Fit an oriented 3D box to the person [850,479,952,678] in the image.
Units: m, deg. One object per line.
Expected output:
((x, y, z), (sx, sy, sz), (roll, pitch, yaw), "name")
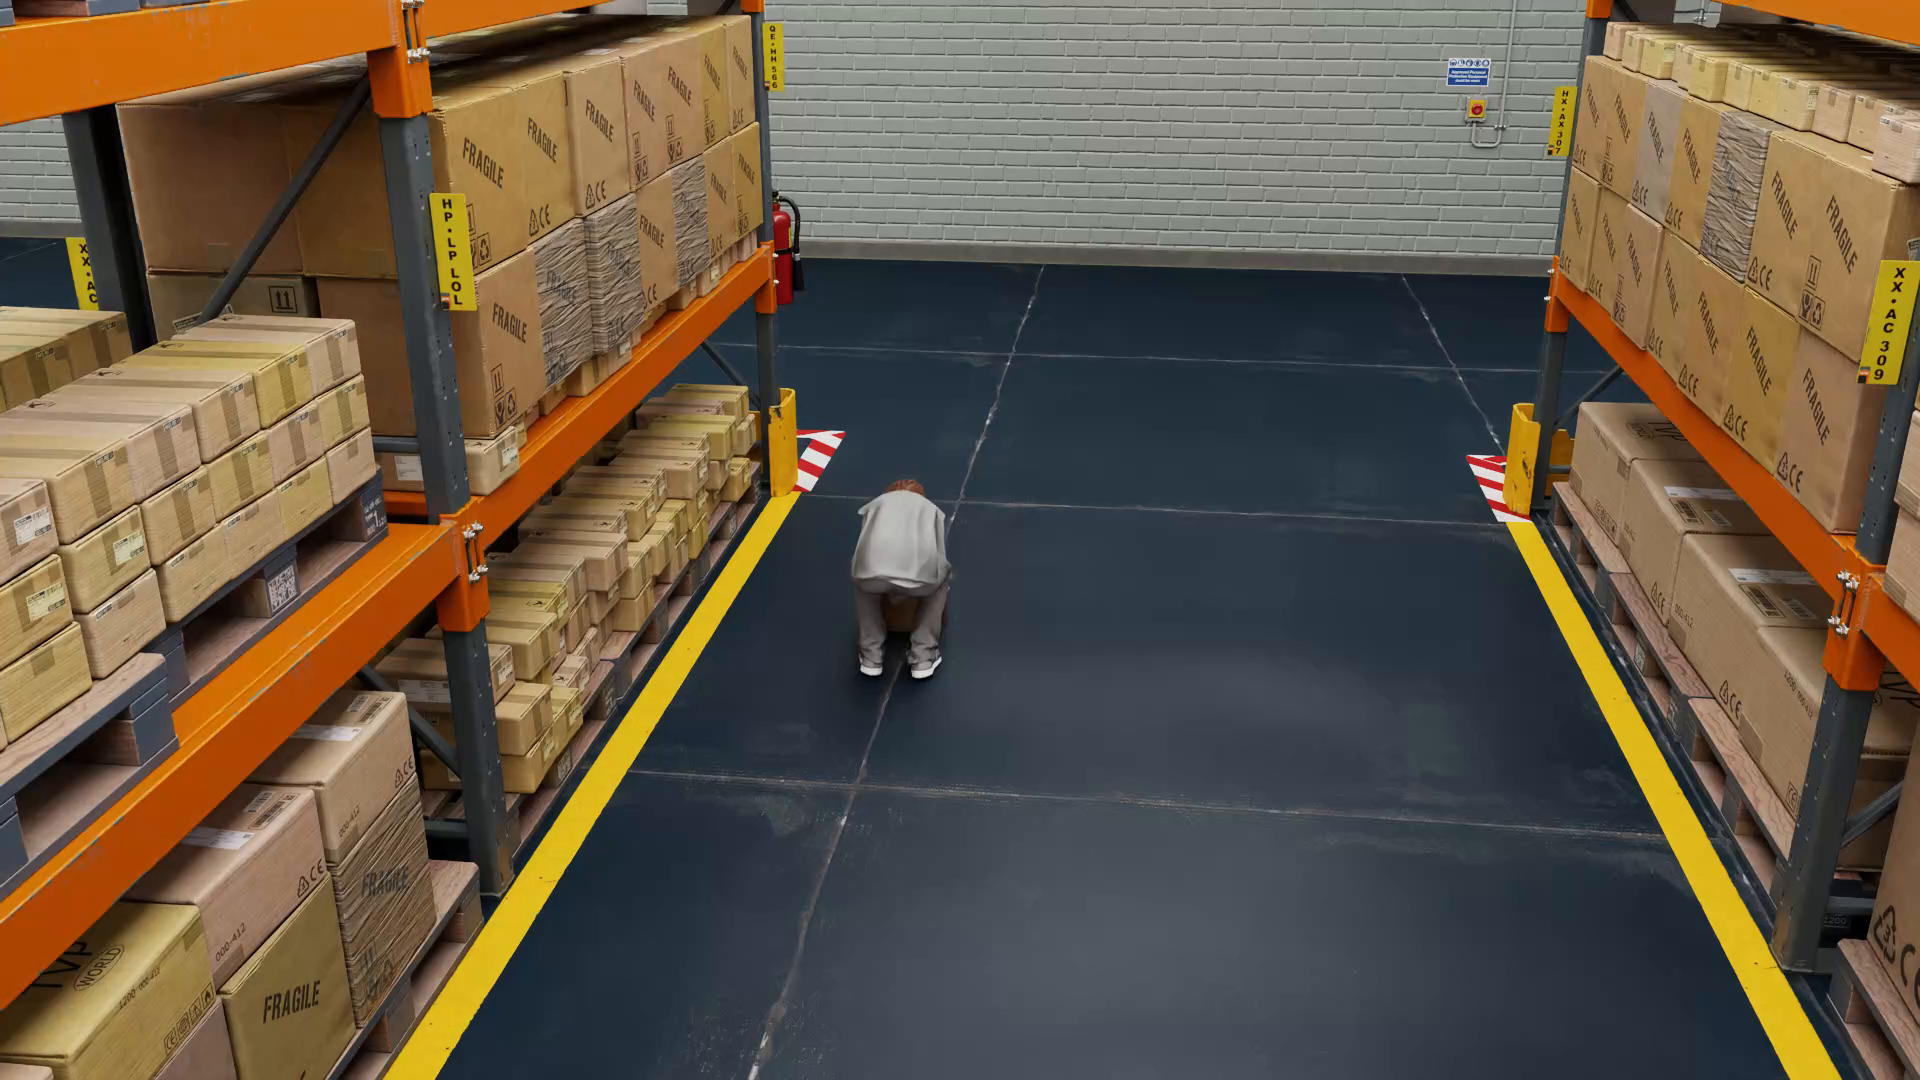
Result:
((-0.244, 0.158, 6.940), (0.421, 0.738, 0.873), (2, 22, 4), "person")
